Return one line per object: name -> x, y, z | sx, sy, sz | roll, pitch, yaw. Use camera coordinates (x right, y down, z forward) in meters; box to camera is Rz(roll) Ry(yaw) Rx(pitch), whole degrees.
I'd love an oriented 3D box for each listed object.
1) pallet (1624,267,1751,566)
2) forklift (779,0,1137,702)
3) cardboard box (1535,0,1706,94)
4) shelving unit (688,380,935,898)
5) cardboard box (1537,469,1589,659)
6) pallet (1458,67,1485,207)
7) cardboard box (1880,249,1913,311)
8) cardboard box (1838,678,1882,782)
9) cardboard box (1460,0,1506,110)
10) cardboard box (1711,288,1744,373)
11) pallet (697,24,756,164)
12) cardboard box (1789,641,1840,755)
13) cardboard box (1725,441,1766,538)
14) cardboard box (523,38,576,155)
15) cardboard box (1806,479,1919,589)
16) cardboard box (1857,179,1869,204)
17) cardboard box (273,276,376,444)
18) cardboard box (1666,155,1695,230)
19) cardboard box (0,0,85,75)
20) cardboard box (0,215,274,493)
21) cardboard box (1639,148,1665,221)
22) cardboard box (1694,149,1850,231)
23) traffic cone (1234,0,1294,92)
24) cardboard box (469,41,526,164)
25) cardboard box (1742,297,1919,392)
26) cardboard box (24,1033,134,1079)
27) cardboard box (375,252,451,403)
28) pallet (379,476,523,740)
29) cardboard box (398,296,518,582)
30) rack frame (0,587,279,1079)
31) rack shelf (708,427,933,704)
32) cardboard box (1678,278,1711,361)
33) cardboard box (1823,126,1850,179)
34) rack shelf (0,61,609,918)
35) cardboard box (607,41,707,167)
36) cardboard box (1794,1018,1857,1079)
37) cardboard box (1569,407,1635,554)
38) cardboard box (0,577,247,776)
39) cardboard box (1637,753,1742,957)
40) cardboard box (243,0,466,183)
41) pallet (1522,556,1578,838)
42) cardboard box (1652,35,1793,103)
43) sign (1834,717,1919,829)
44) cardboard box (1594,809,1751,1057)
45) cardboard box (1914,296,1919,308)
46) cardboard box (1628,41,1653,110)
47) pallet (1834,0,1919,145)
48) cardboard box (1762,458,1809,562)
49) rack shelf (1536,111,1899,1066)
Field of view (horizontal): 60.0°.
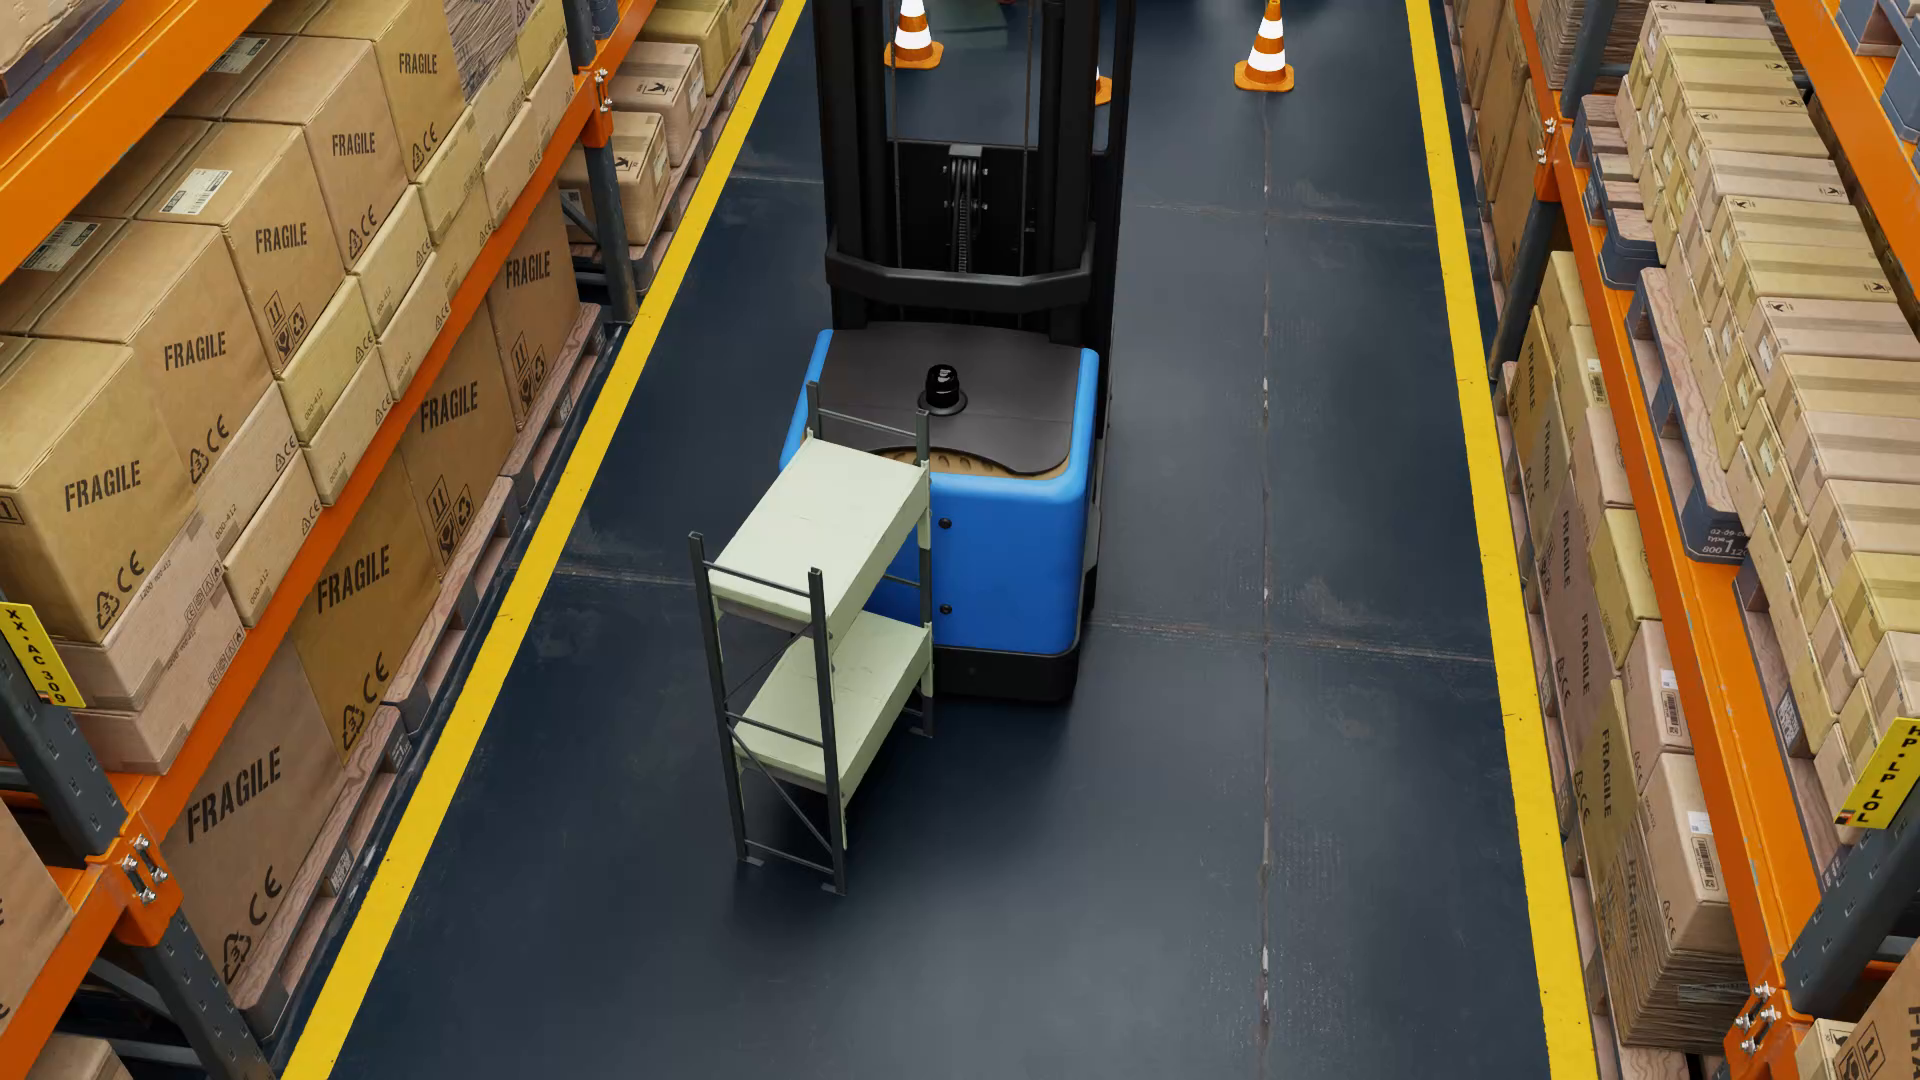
pallet -> 2.672, -0.377, 5.106 | 1.003, 0.211, 1.213 | 5, 44, 6
forklift -> 0.077, -1.494, 6.196 | 1.130, 2.935, 3.031 | 5, 44, 5
cardboard box -> 2.686, -2.167, 6.784 | 0.500, 0.500, 0.500 | 5, 44, 6
shelving unit -> -0.421, 0.347, 5.293 | 0.431, 1.500, 0.755 | 16, 46, 16
cardboard box -> 2.420, 0.108, 5.967 | 0.500, 0.500, 0.500 | 4, 44, 4
pallet -> 3.235, -2.146, 8.863 | 1.003, 0.211, 1.213 | 5, 44, 6
cardboard box -> 3.144, -0.785, 5.275 | 0.380, 0.149, 0.250 | 3, 44, 4
cardboard box -> 2.221, 0.468, 3.735 | 0.380, 0.149, 0.250 | 6, 44, 7
cardboard box -> 3.297, -2.773, 8.827 | 1.050, 0.750, 0.750 | 5, 44, 6
cardboard box -> 2.429, -0.595, 4.858 | 0.380, 0.149, 0.250 | 7, 44, 7
pallet -> -1.759, -2.529, 9.268 | 1.003, 0.211, 1.213 | 5, 44, 6
cardboard box -> 2.254, 0.400, 4.024 | 0.380, 0.149, 0.250 | 5, 44, 6
cardboard box -> 2.353, -0.131, 4.584 | 0.380, 0.149, 0.250 | 4, 44, 4
cardboard box -> -1.837, -1.758, 6.534 | 0.500, 0.250, 0.500 | 4, 44, 4
cardboard box -> 2.294, -0.001, 4.014 | 0.380, 0.149, 0.250 | 4, 44, 4
cardboard box -> 3.213, -1.229, 5.527 | 0.380, 0.149, 0.250 | 6, 44, 7
cardboard box -> -2.084, -0.555, 4.900 | 0.500, 0.250, 0.500 | 6, 44, 6
cardboard box -> 2.531, -1.118, 5.410 | 0.380, 0.149, 0.250 | 5, 44, 6
cardboard box -> -2.152, -1.307, 3.389 | 0.500, 0.500, 0.500 | 5, 44, 5
cardboard box -> -2.173, -0.477, 4.272 | 0.500, 0.500, 0.500 | 5, 44, 5
cardboard box -> 2.563, -1.207, 5.721 | 0.380, 0.149, 0.250 | 7, 44, 8
cardboard box -> 2.500, -1.064, 5.137 | 0.380, 0.149, 0.250 | 7, 44, 7
traffic cone -> 1.748, -2.828, 9.400 | 0.336, 0.463, 0.334 | 5, 44, 6
cardboard box -> -1.903, -1.605, 6.008 | 0.500, 0.250, 0.500 | 4, 44, 4
cardboard box -> 2.397, -0.530, 4.573 | 0.380, 0.149, 0.250 | 3, 44, 4
cardboard box -> -2.745, 1.742, 4.287 | 0.875, 0.438, 0.875 | 5, 44, 5
cardboard box -> -2.010, -0.716, 5.434 | 0.500, 0.250, 0.500 | 5, 44, 5
pallet -> -2.370, 0.192, 6.394 | 1.003, 0.211, 1.213 | 5, 44, 6
cardboard box -> -2.323, -0.491, 6.327 | 0.875, 0.875, 0.875 | 6, 44, 6
rack frame -> -2.559, 0.545, 3.992 | 0.949, 2.616, 0.053 | 5, 44, 6
rack shelf -> -0.421, 0.063, 5.025 | 0.431, 0.370, 0.720 | 16, 46, 16
cardboard box -> 2.460, -0.670, 5.153 | 0.380, 0.149, 0.250 | 6, 44, 6
cardboard box -> 3.249, -1.314, 5.833 | 0.380, 0.149, 0.250 | 5, 44, 5
rack shelf -> -2.292, -0.556, 5.679 | 1.077, 0.370, 4.000 | 5, 44, 6
cardboard box -> -1.853, -2.267, 8.568 | 0.950, 0.372, 0.625 | 4, 44, 5
cardboard box -> 2.002, 1.181, 3.504 | 0.380, 0.149, 0.250 | 7, 44, 7
cardboard box -> 2.417, -0.187, 5.733 | 0.500, 0.250, 0.500 | 6, 44, 6
cardboard box -> -2.236, 0.324, 4.335 | 0.500, 0.250, 0.500 | 4, 44, 5
cardboard box -> 2.212, 0.879, 4.607 | 0.500, 0.250, 0.500 | 4, 44, 4
cardboard box -> -1.968, -1.515, 5.369 | 0.500, 0.500, 0.500 | 5, 44, 6
pallet -> 2.624, 0.575, 5.989 | 1.003, 0.211, 1.213 | 5, 44, 6
cardboard box -> 2.607, -1.596, 5.698 | 0.380, 0.149, 0.250 | 4, 44, 4
sign -> 1.813, 0.458, 3.242 | 0.100, 0.325, 0.005 | 5, 44, 6
cardboard box -> 2.212, 1.155, 4.862 | 0.500, 0.500, 0.500 | 4, 44, 5
cardboard box -> 3.110, -0.711, 4.980 | 0.380, 0.149, 0.250 | 6, 44, 7
cardboard box -> 2.630, -1.658, 5.980 | 0.380, 0.149, 0.250 | 7, 44, 7
pallet -> 2.685, -1.212, 3.804 | 1.213, 0.211, 1.003 | 5, 44, 6
cardboard box -> 2.322, -0.067, 4.300 | 0.380, 0.149, 0.250 | 4, 44, 4
rack shelf -> 2.628, -0.175, 5.276 | 1.077, 0.370, 4.000 | 5, 44, 6
